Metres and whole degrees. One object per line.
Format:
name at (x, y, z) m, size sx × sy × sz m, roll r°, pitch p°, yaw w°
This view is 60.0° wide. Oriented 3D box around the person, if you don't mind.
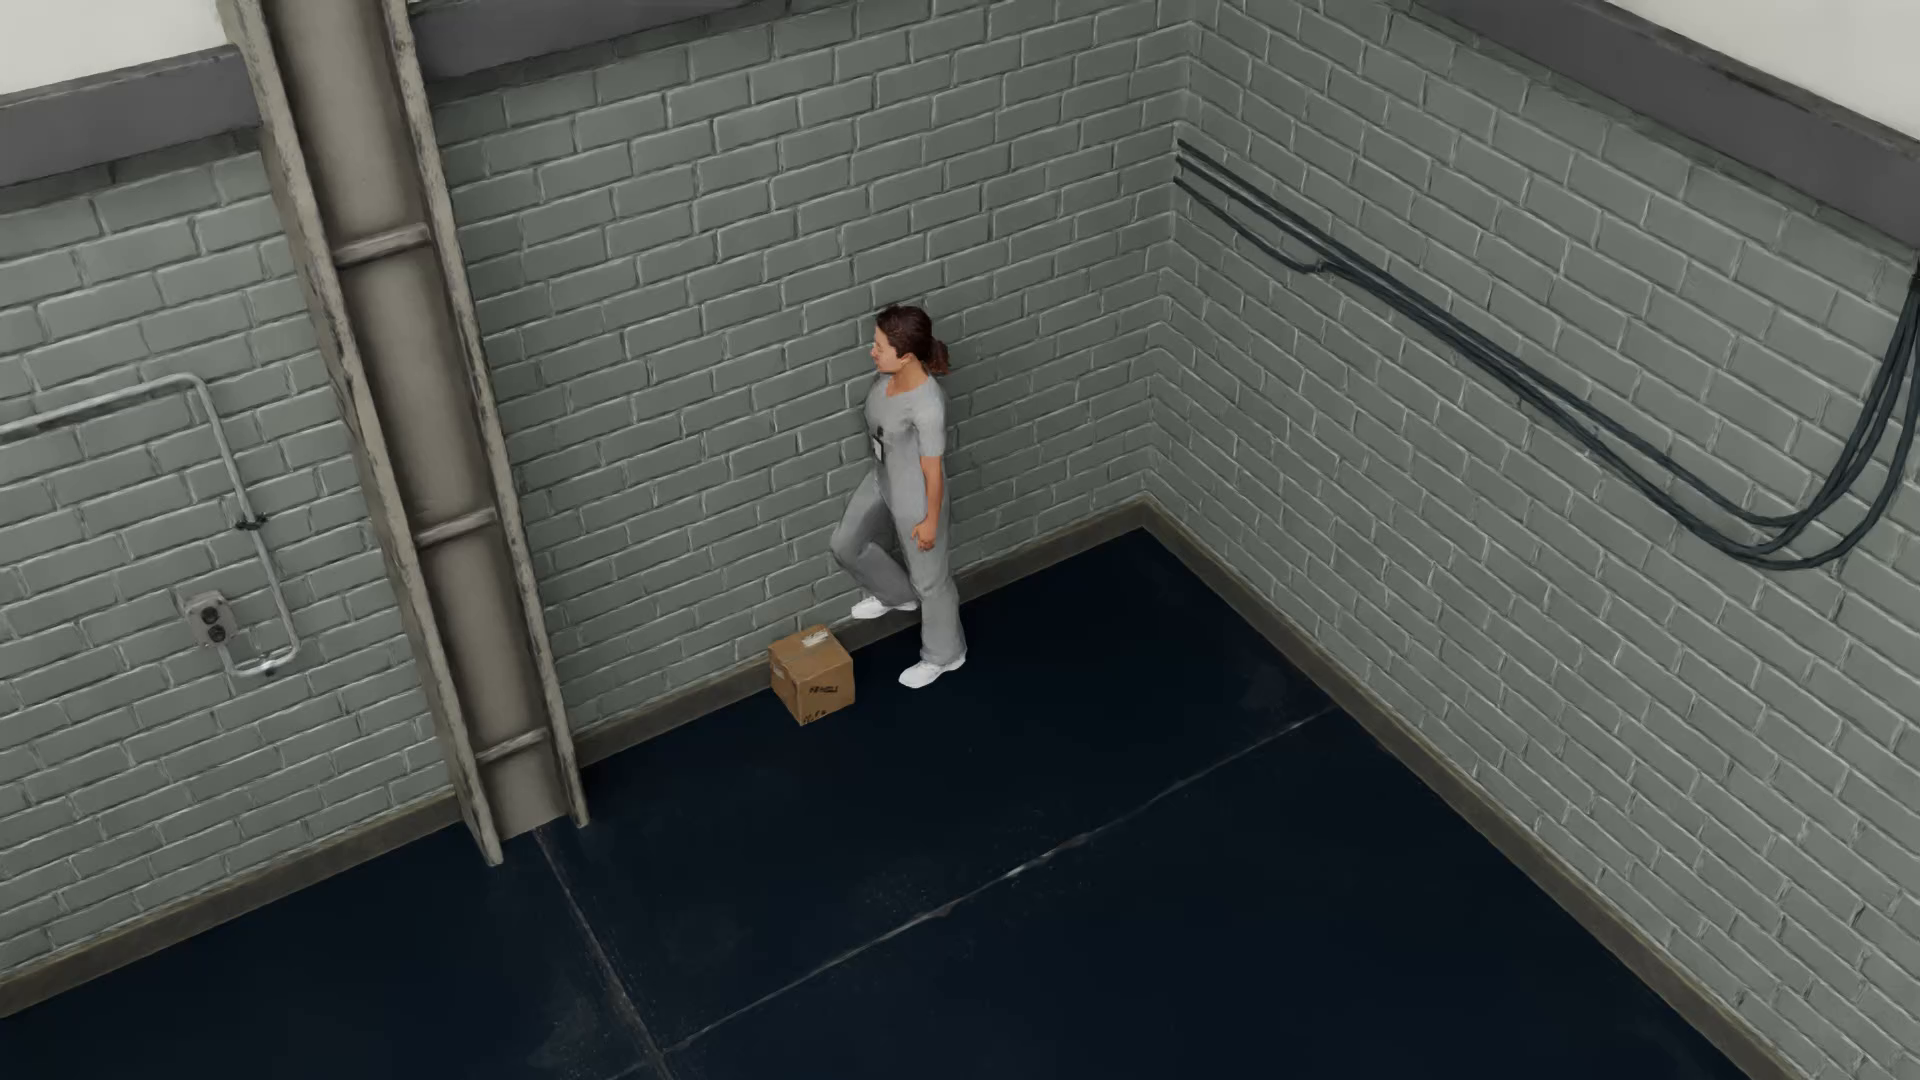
person at (-0.249, -0.163, 6.334) m, size 0.480 × 1.679 × 0.462 m, roll -15°, pitch 43°, yaw -16°
